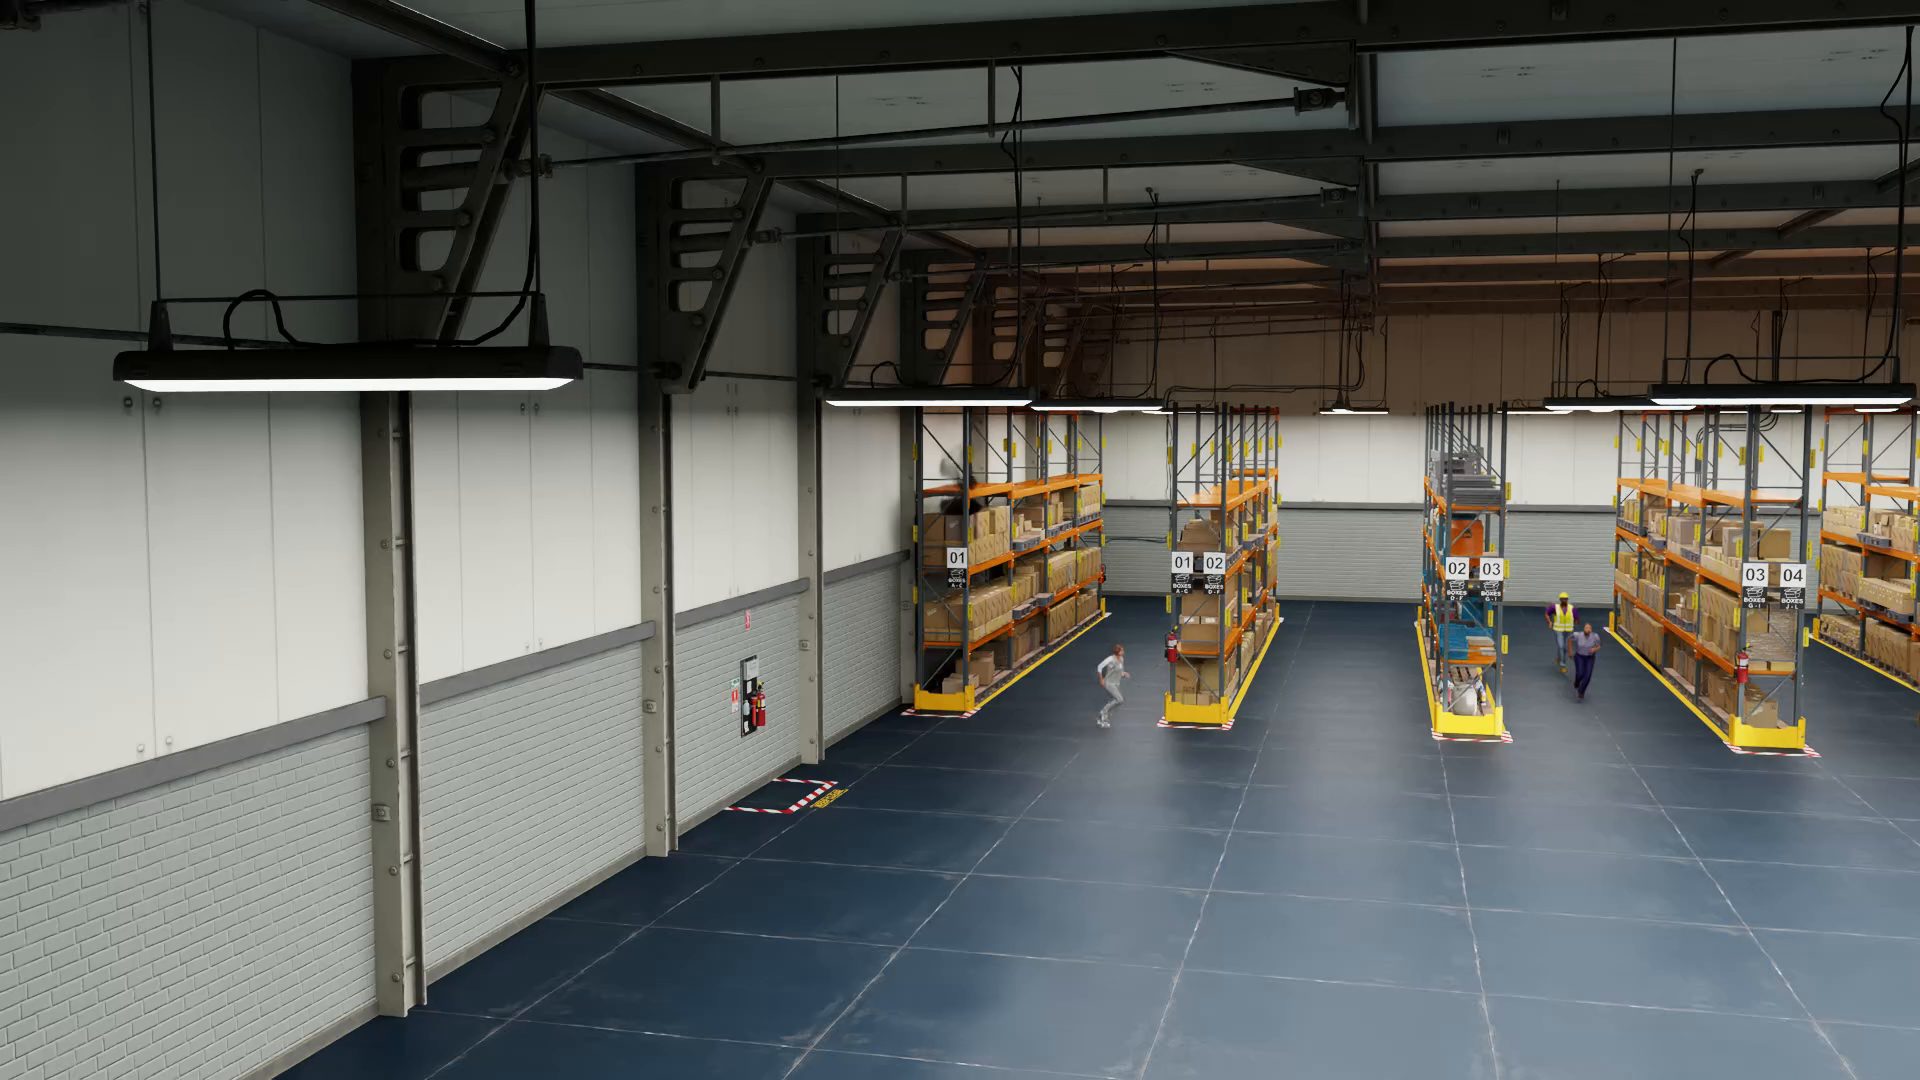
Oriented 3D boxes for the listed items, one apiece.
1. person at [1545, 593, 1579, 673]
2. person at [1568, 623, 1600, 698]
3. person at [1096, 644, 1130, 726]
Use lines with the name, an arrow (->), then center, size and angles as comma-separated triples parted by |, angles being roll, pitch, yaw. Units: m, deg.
person -> 13.607, 2.065, 37.537 | 0.699, 1.774, 0.972 | 0, 4, 4
person -> 12.711, 2.451, 33.846 | 0.592, 1.577, 0.668 | 1, 4, 7
person -> 2.826, 2.678, 30.636 | 0.659, 1.540, 0.504 | 3, 5, 31
